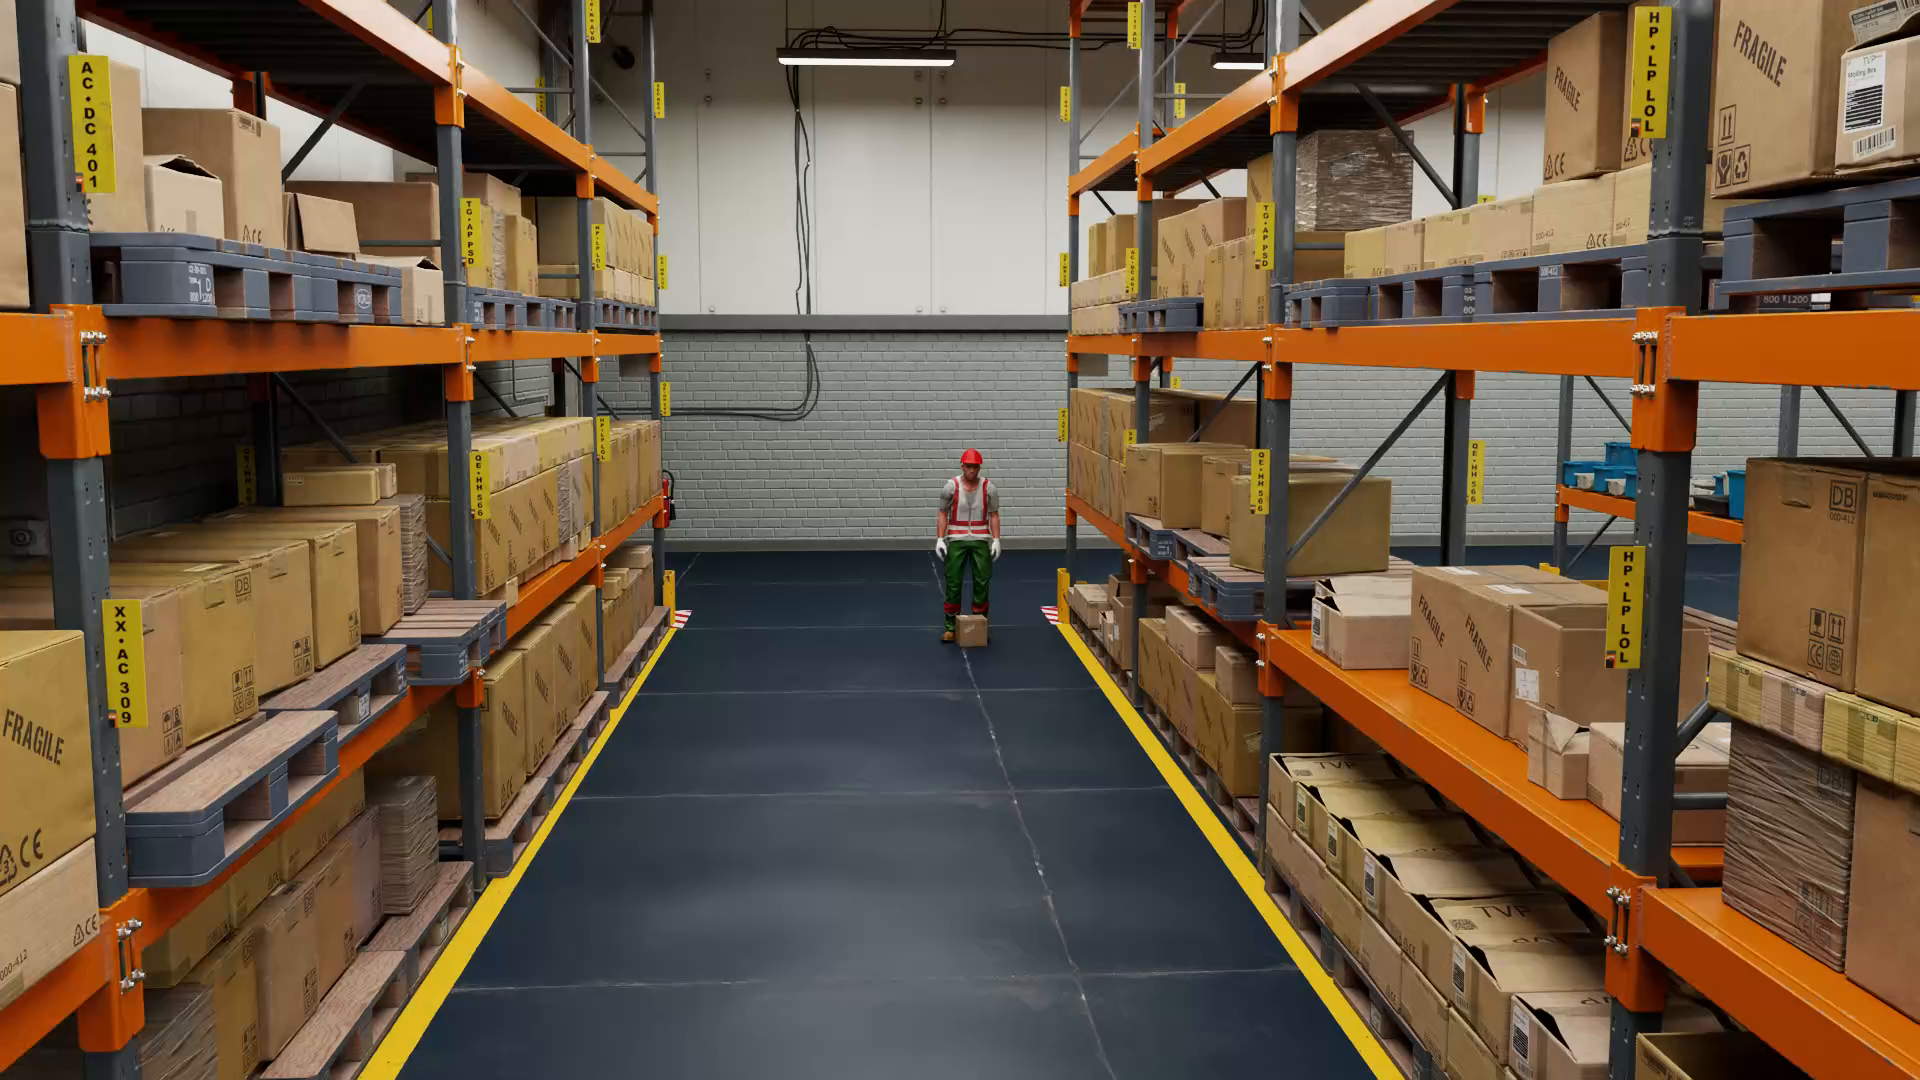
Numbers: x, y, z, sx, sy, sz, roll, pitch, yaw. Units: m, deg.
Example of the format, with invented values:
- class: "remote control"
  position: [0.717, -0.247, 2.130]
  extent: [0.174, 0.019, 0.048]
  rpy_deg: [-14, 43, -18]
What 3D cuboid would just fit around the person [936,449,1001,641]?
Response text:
- class: "person"
  position: [0.078, 0.043, 15.315]
  extent: [0.607, 1.778, 0.452]
  rpy_deg: [0, 7, -3]
